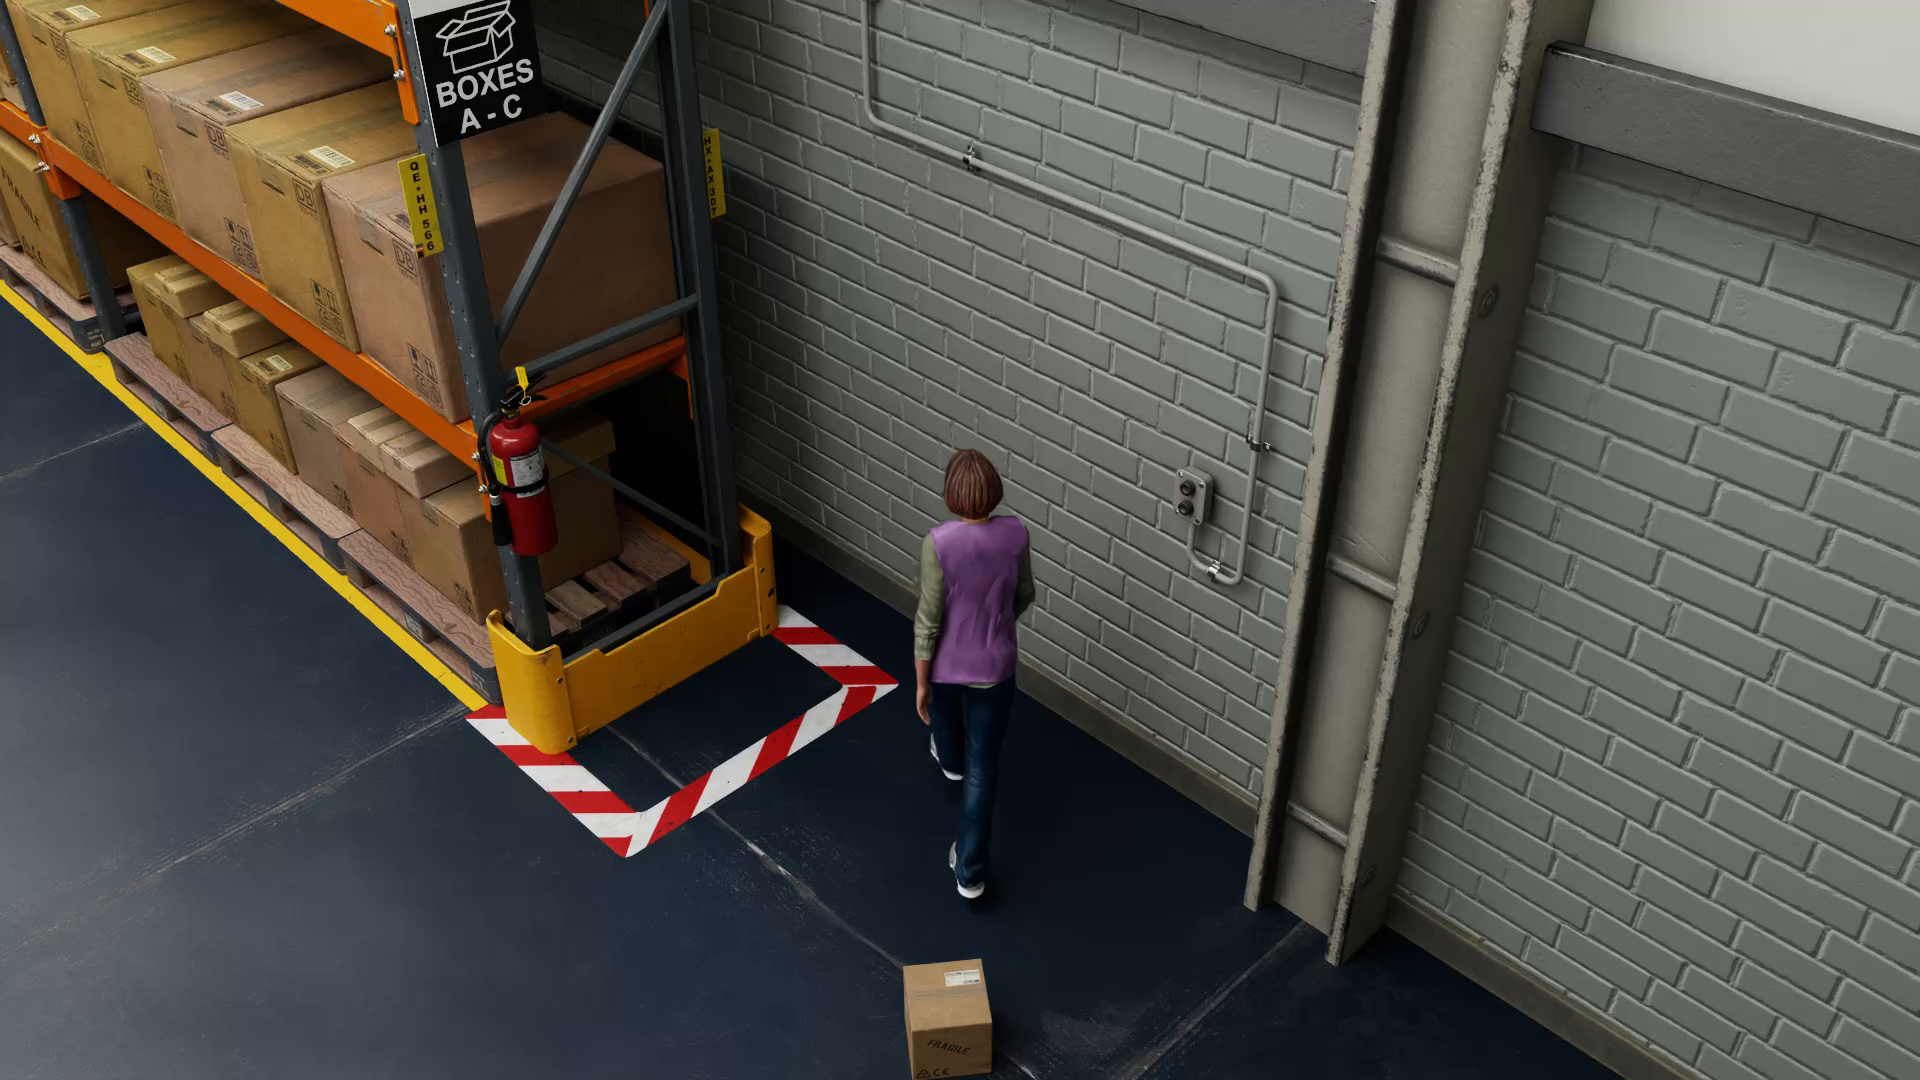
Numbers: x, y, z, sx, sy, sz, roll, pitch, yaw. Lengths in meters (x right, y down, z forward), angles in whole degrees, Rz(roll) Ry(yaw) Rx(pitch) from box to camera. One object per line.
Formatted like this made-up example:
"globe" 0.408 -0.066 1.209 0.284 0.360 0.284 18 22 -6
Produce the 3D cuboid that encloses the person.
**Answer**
"person" 0.050 0.388 5.613 0.411 1.539 0.872 -1 36 -1
